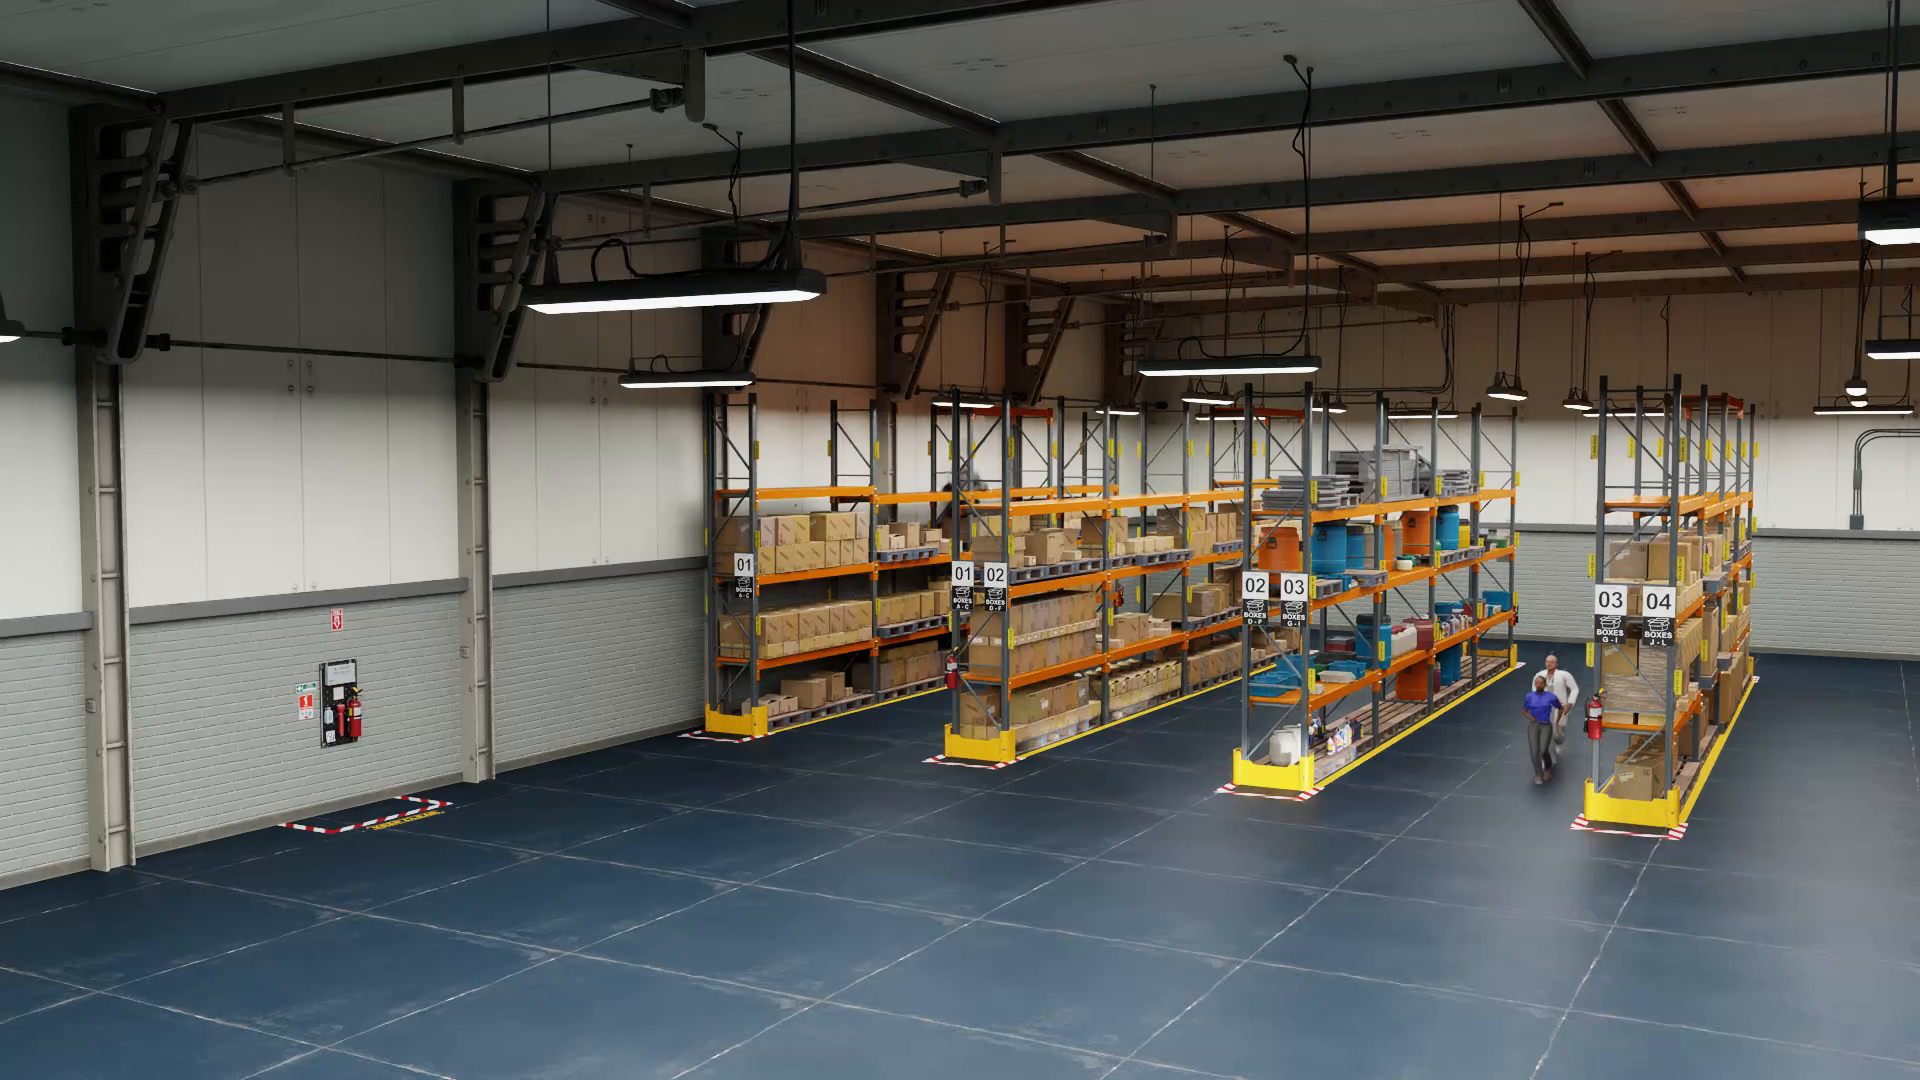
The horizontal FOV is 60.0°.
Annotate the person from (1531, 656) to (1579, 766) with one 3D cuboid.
[{"bbox_3d":[9.468,2.746,26.485,0.721,1.673,0.702,2,4,34],"label":"person"}]

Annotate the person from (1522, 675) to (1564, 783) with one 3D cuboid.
[{"bbox_3d":[8.679,2.847,24.857,0.556,1.607,0.603,2,4,30],"label":"person"}]
